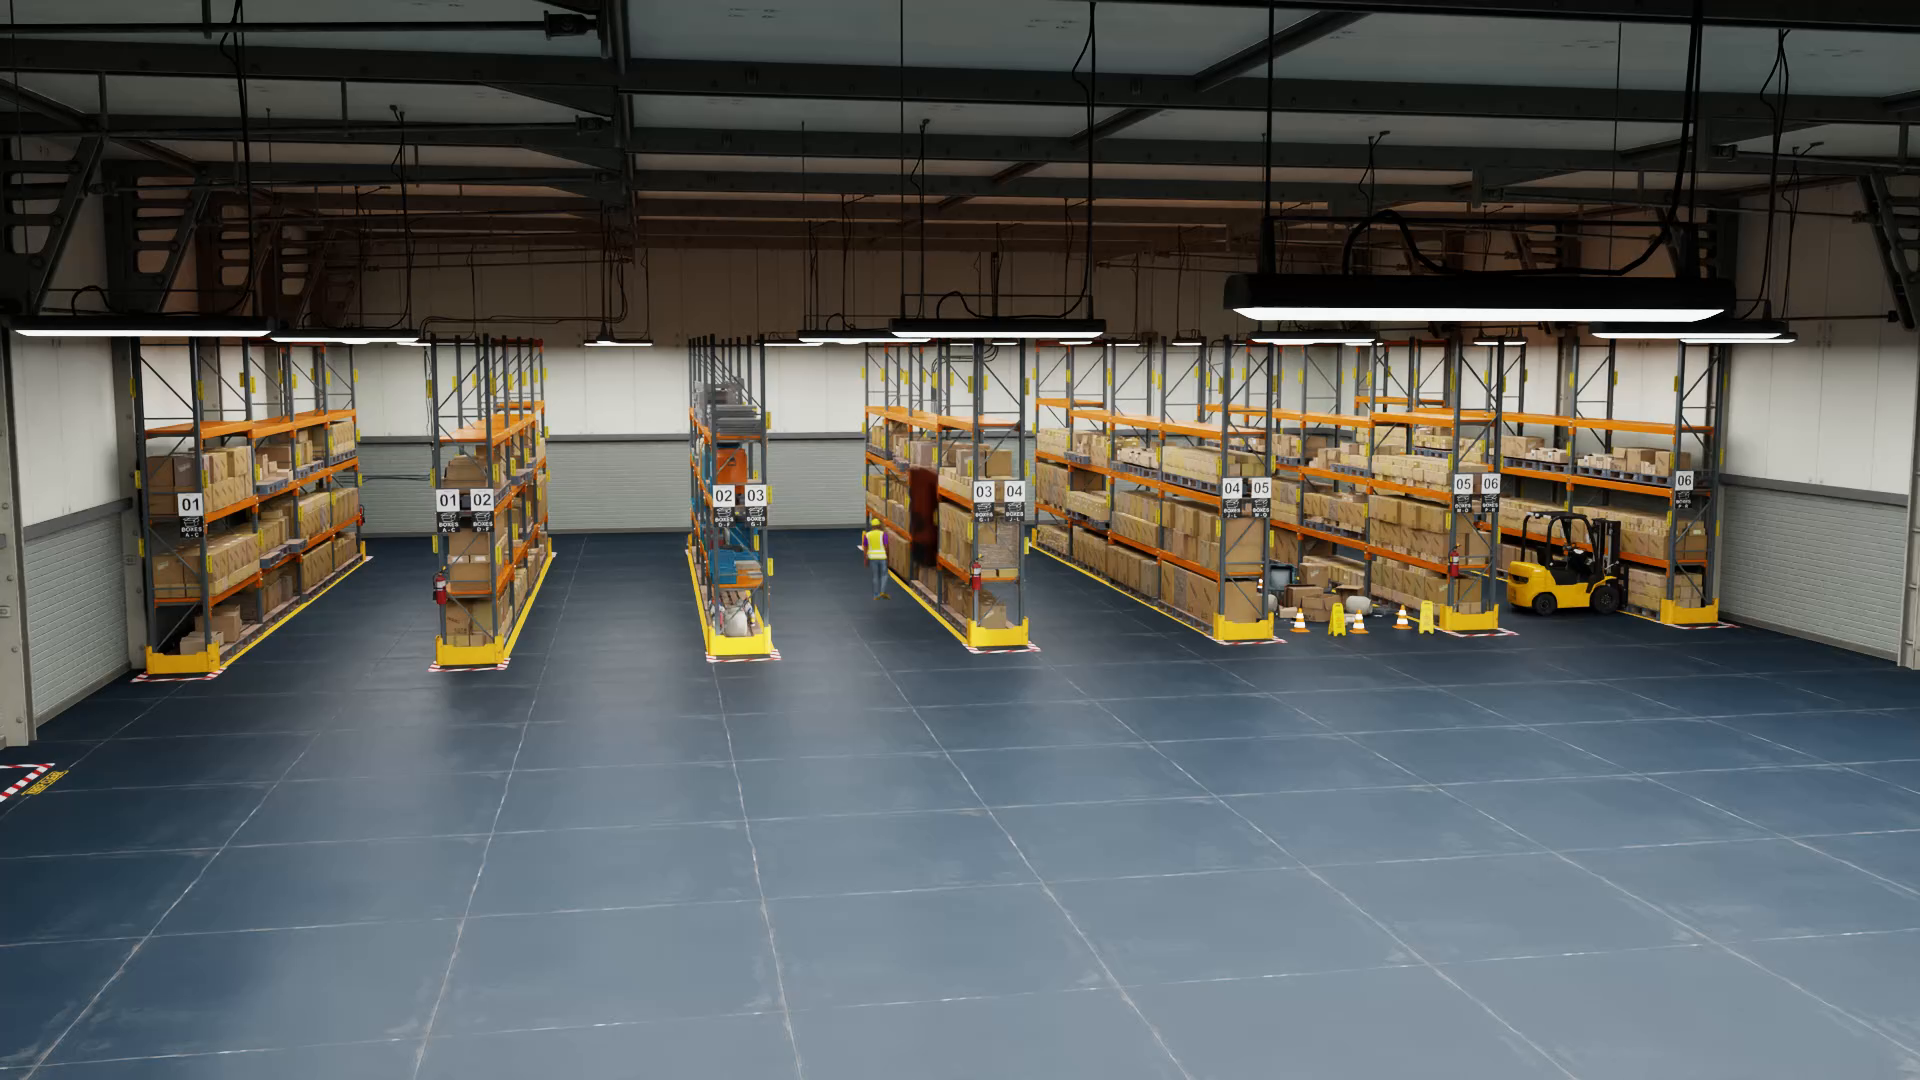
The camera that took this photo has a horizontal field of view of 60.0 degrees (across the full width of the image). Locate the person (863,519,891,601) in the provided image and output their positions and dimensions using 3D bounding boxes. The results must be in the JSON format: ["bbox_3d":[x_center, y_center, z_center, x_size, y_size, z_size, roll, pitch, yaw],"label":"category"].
[{"bbox_3d":[-1.803,0.419,36.053,0.588,1.756,0.540,0,7,-2],"label":"person"}]

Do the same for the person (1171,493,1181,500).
[{"bbox_3d":[6.250,-0.617,48.248,0.500,1.718,0.373,-5,8,-36],"label":"person"}]
